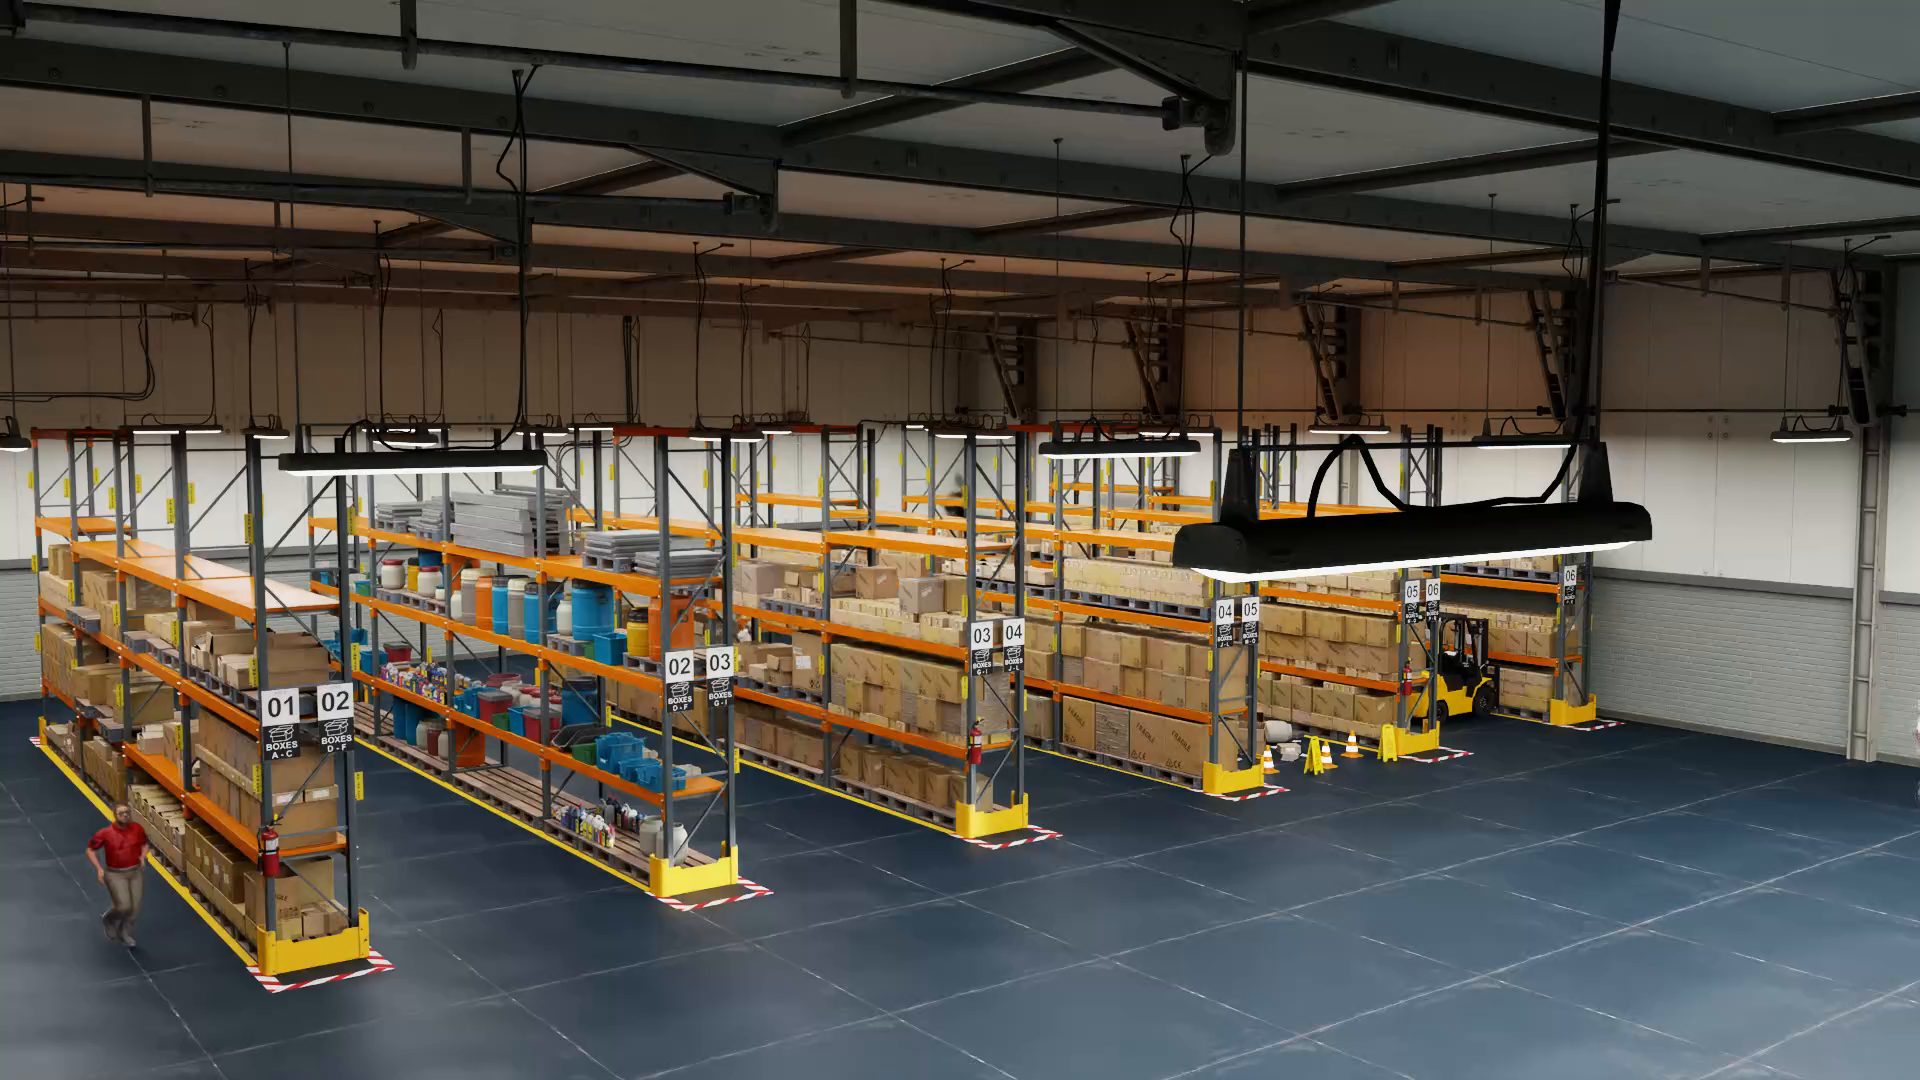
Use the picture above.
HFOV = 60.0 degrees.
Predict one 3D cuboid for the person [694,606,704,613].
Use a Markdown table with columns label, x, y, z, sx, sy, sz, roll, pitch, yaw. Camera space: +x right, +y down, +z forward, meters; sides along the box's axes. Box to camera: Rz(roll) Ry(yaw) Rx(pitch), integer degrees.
| label | x | y | z | sx | sy | sz | roll | pitch | yaw |
| --- | --- | --- | --- | --- | --- | --- | --- | --- | --- |
| person | -6.518 | 2.362 | 40.757 | 0.733 | 1.574 | 0.575 | 2 | 5 | 26 |

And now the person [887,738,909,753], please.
| label | x | y | z | sx | sy | sz | roll | pitch | yaw |
| --- | --- | --- | --- | --- | --- | --- | --- | --- | --- |
| person | -1.057 | 3.065 | 30.597 | 0.595 | 1.739 | 0.663 | 4 | 6 | 41 |

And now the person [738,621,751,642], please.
| label | x | y | z | sx | sy | sz | roll | pitch | yaw |
| --- | --- | --- | --- | --- | --- | --- | --- | --- | --- |
| person | -4.873 | 2.615 | 37.596 | 0.905 | 1.619 | 0.606 | 4 | 6 | 44 |

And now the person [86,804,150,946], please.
| label | x | y | z | sx | sy | sz | roll | pitch | yaw |
| --- | --- | --- | --- | --- | --- | --- | --- | --- | --- |
| person | -9.830 | 3.955 | 19.572 | 0.590 | 1.684 | 0.657 | 4 | 6 | 38 |
